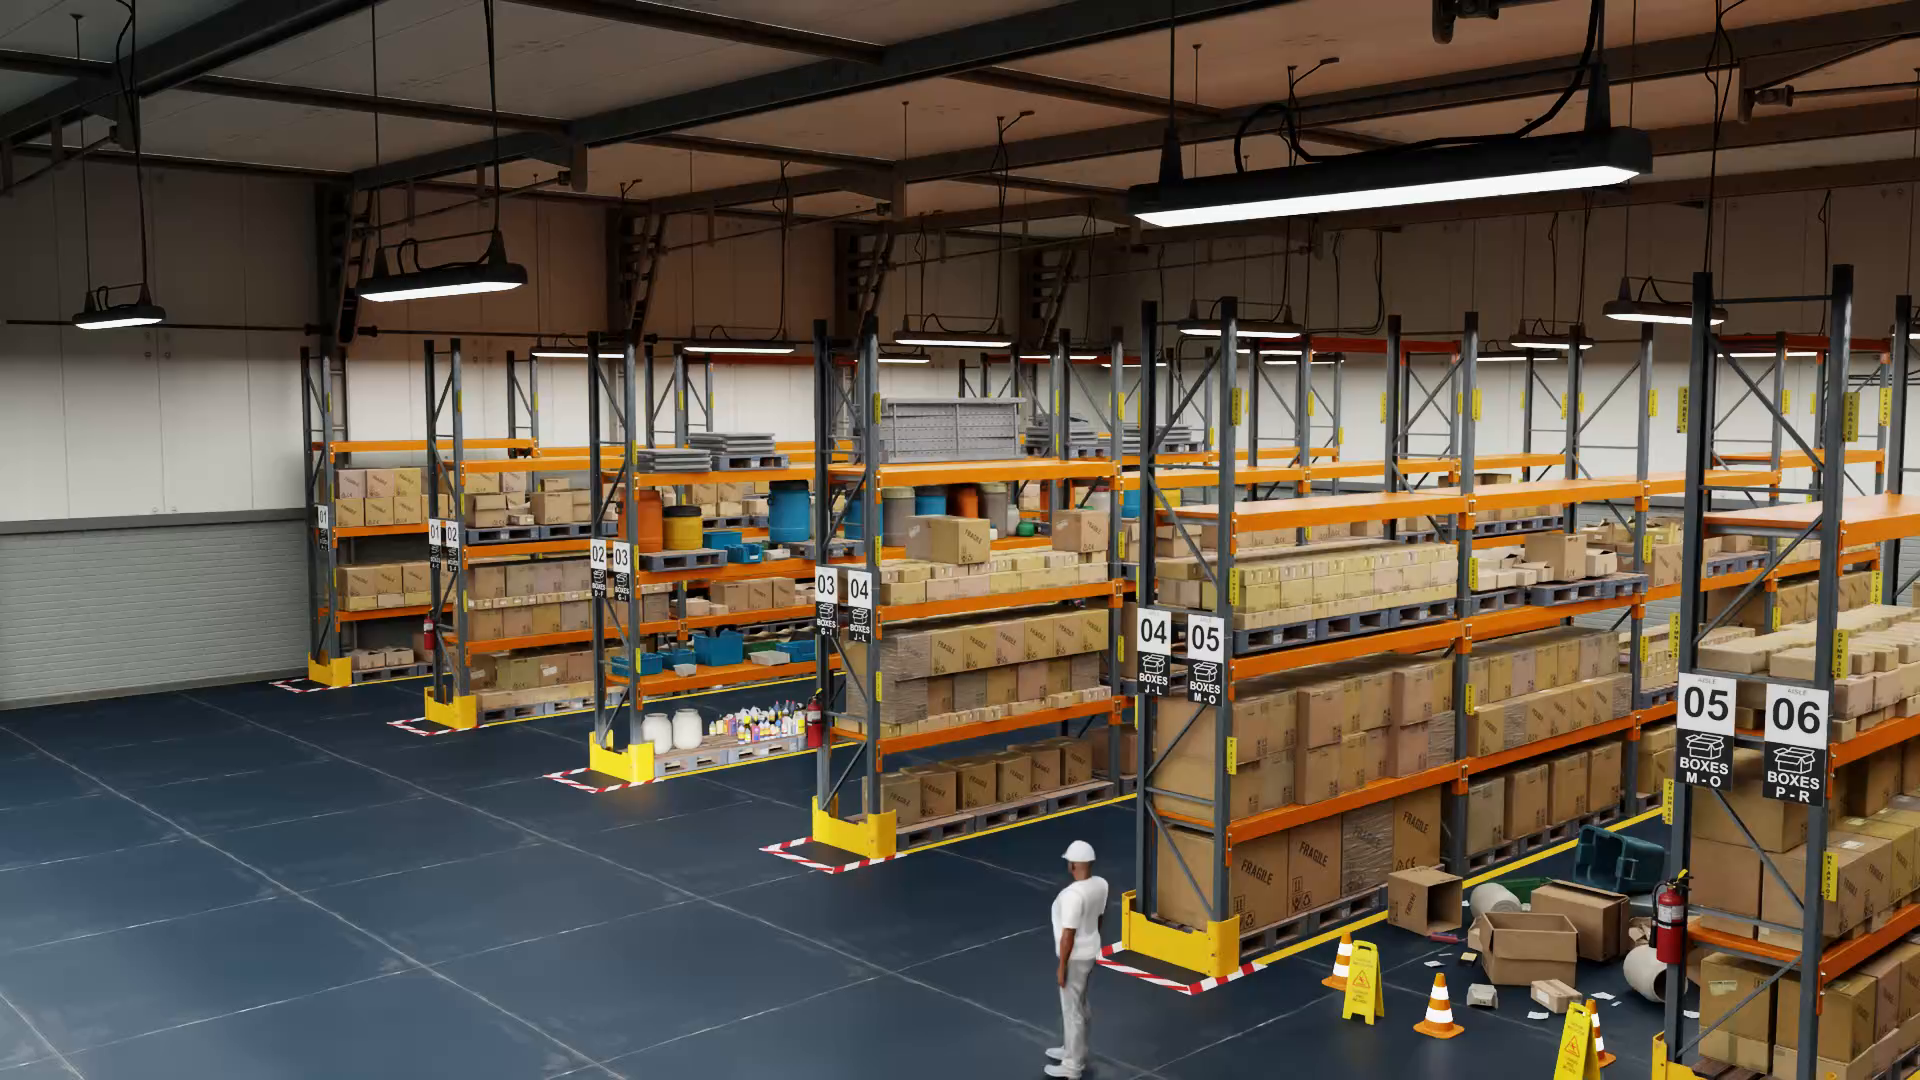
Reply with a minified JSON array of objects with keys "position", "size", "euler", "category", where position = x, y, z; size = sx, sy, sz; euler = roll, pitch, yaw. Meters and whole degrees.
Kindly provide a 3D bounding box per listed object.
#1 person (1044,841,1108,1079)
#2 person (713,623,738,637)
[{"position":[0.869,3.162,12.712],"size":[0.486,1.764,0.629],"euler":[1,5,16],"category":"person"},{"position":[-4.425,1.622,31.480],"size":[0.581,1.611,0.517],"euler":[-1,5,-12],"category":"person"}]
